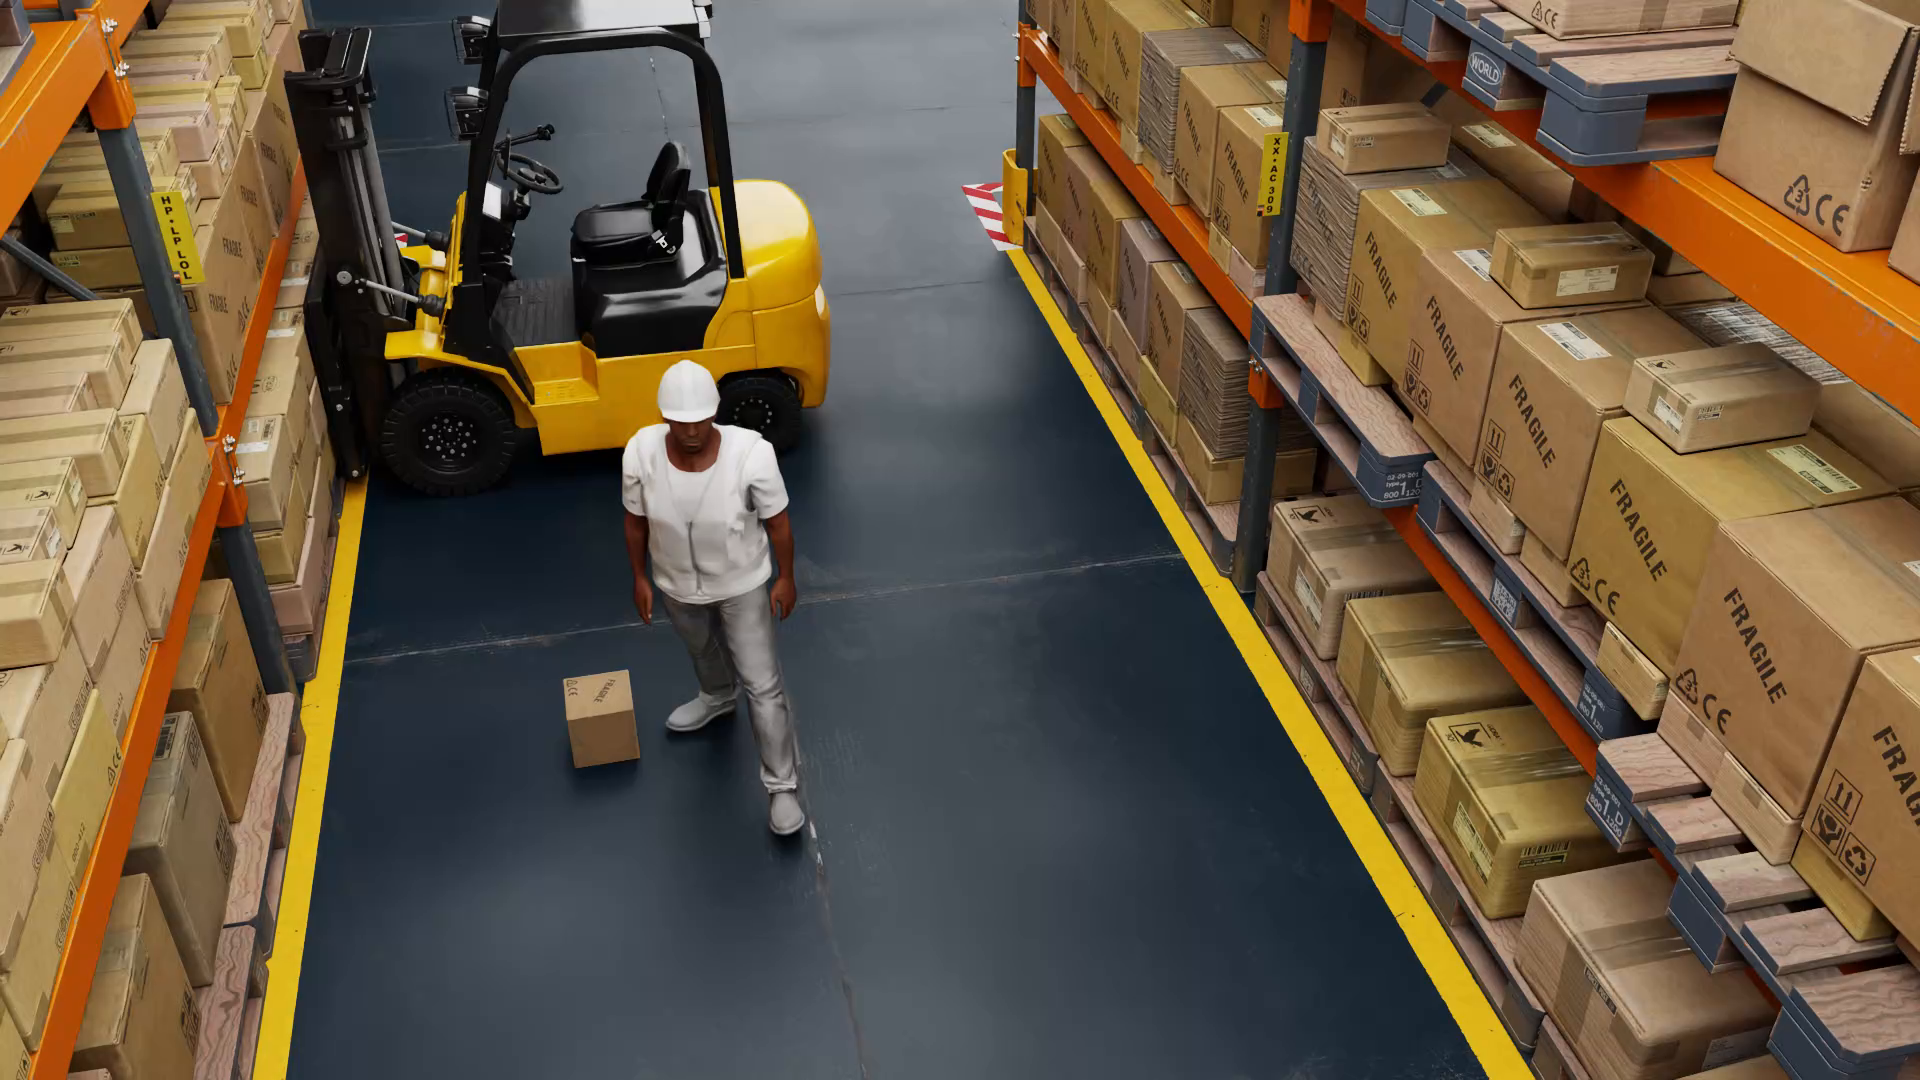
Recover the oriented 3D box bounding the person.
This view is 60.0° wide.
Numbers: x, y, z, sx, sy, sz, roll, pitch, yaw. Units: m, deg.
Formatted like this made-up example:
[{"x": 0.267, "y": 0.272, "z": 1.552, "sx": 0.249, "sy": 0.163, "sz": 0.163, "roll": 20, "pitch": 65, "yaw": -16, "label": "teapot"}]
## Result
[{"x": -0.847, "y": 0.166, "z": 5.857, "sx": 0.687, "sy": 1.729, "sz": 0.827, "roll": 5, "pitch": 34, "yaw": 7, "label": "person"}]
